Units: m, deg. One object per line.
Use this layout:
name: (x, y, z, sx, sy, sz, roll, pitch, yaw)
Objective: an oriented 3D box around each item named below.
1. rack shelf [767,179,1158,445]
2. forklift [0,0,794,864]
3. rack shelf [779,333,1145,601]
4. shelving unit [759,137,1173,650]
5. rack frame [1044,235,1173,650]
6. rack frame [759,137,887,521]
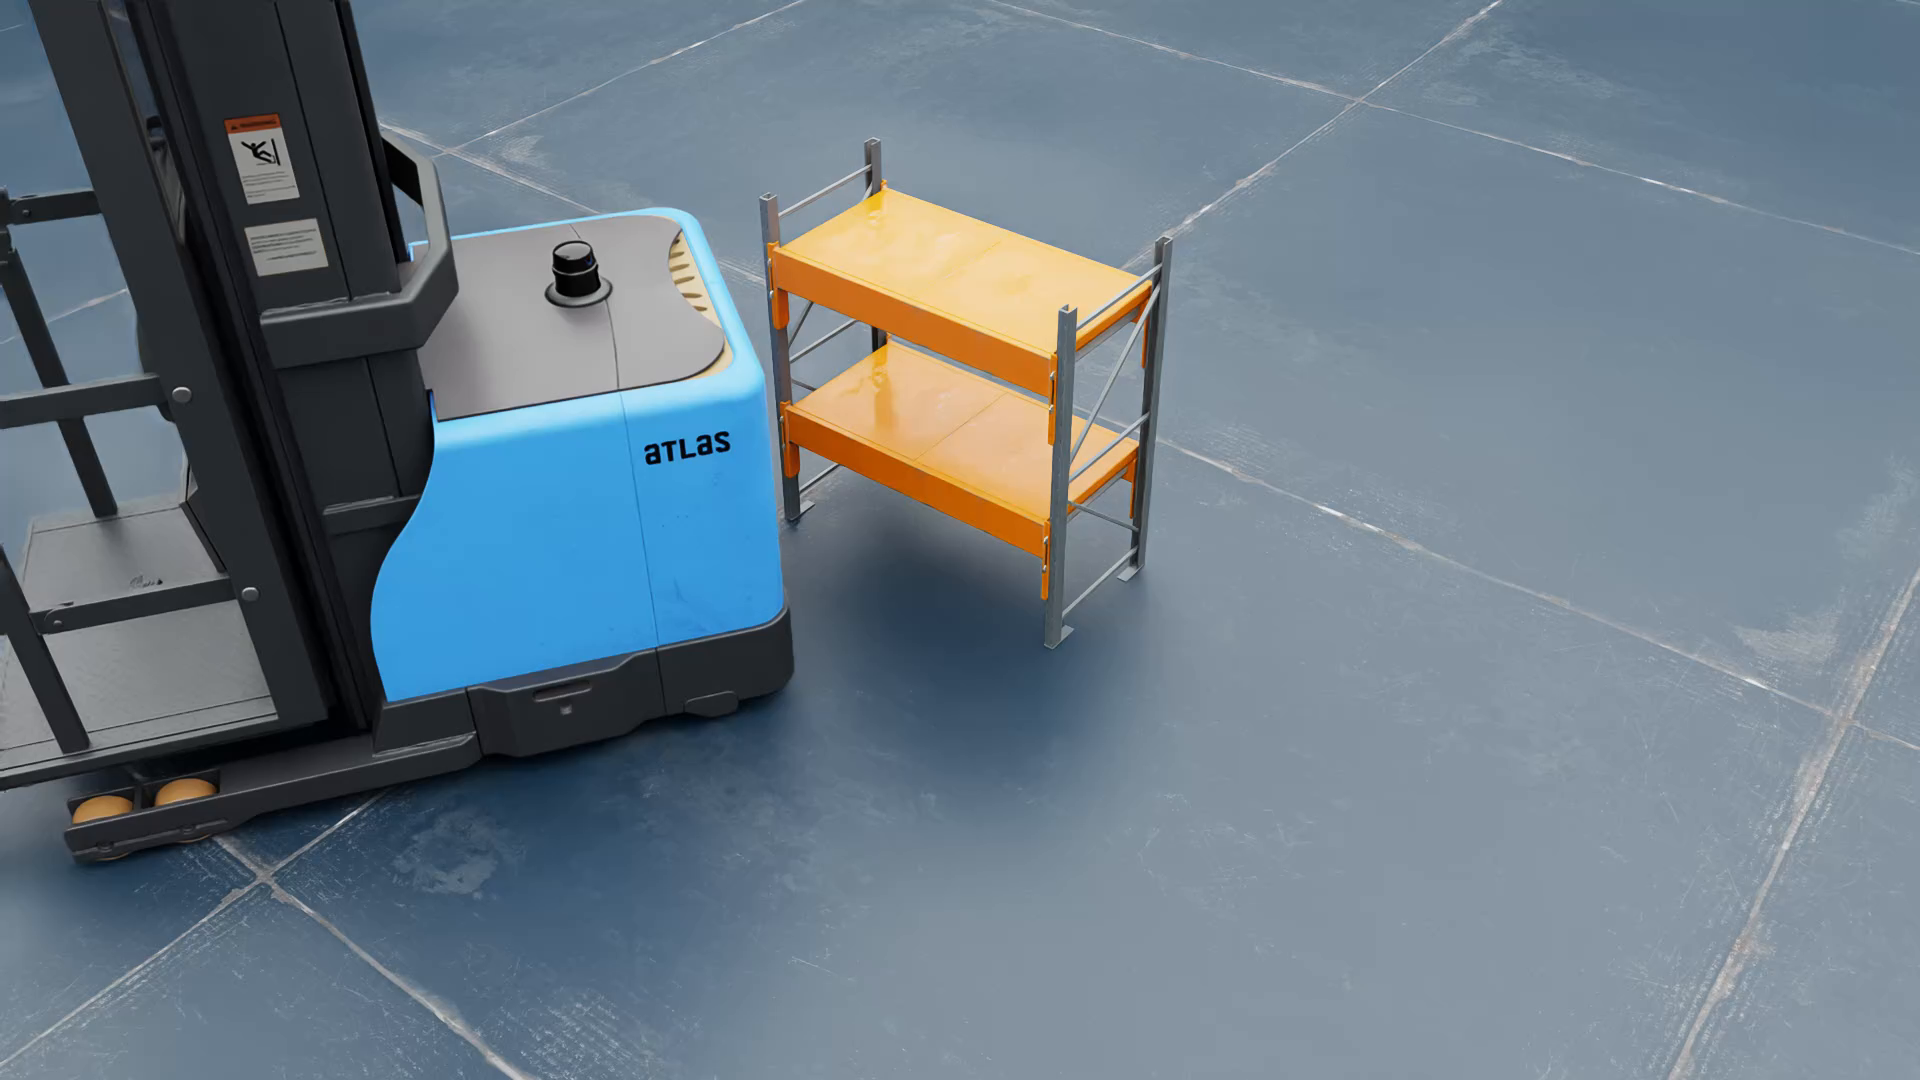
rack shelf: (0.005, -0.671, 4.720, 1.000, 0.278, 0.538, 25, 45, 29)
forklift: (-2.040, -0.709, 3.778, 3.031, 2.935, 1.130, -11, 39, -14)
rack shelf: (0.005, -0.248, 5.051, 1.000, 0.278, 0.538, 25, 45, 29)
shelving unit: (0.005, -0.440, 4.900, 1.048, 1.125, 0.538, 25, 45, 29)
rack frame: (0.409, -0.250, 4.657, 0.032, 1.125, 0.500, 25, 45, 29)
rack frame: (-0.398, -0.631, 5.143, 0.032, 1.125, 0.500, 25, 45, 29)
